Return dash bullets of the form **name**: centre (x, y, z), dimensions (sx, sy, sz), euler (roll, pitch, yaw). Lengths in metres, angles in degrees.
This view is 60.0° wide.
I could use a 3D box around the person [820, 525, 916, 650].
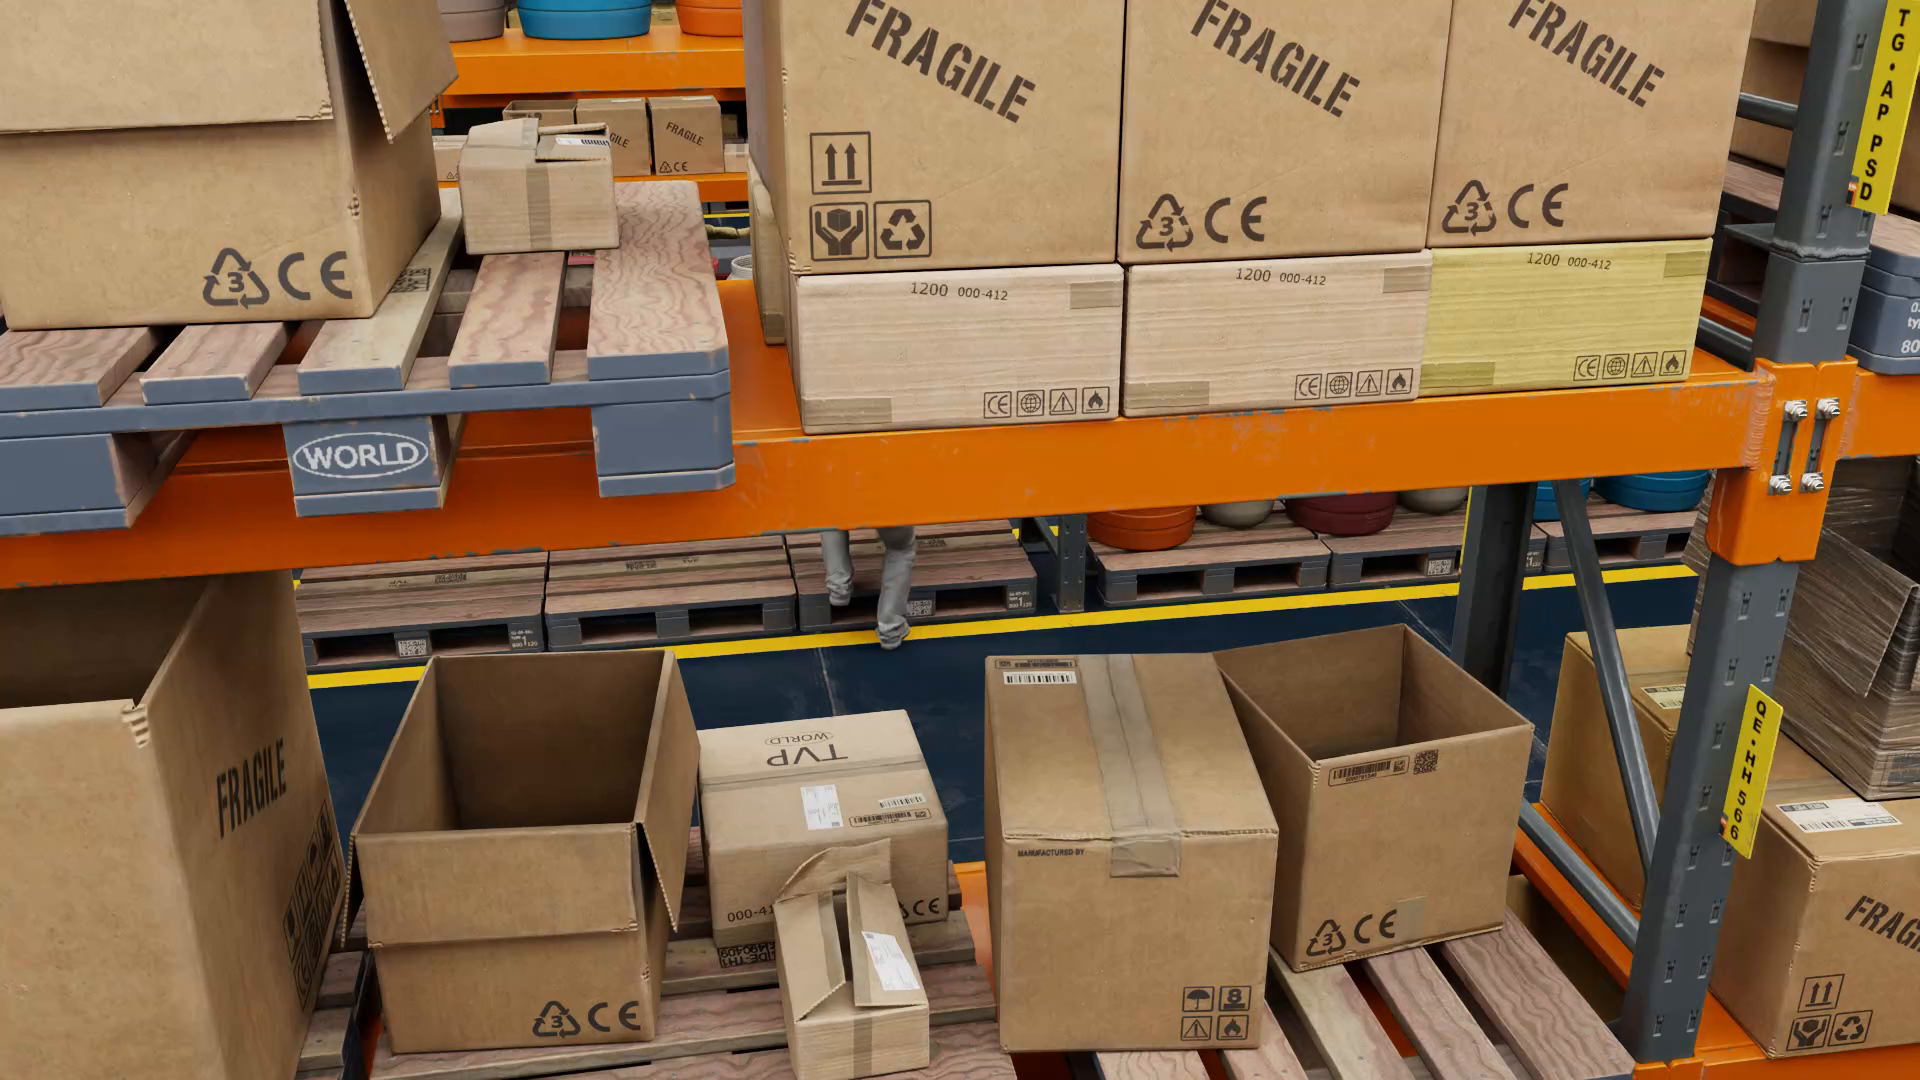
- **person**: centre (-0.450, -0.180, 8.183), dimensions (0.501, 1.223, 1.016), euler (2, 23, 4)
